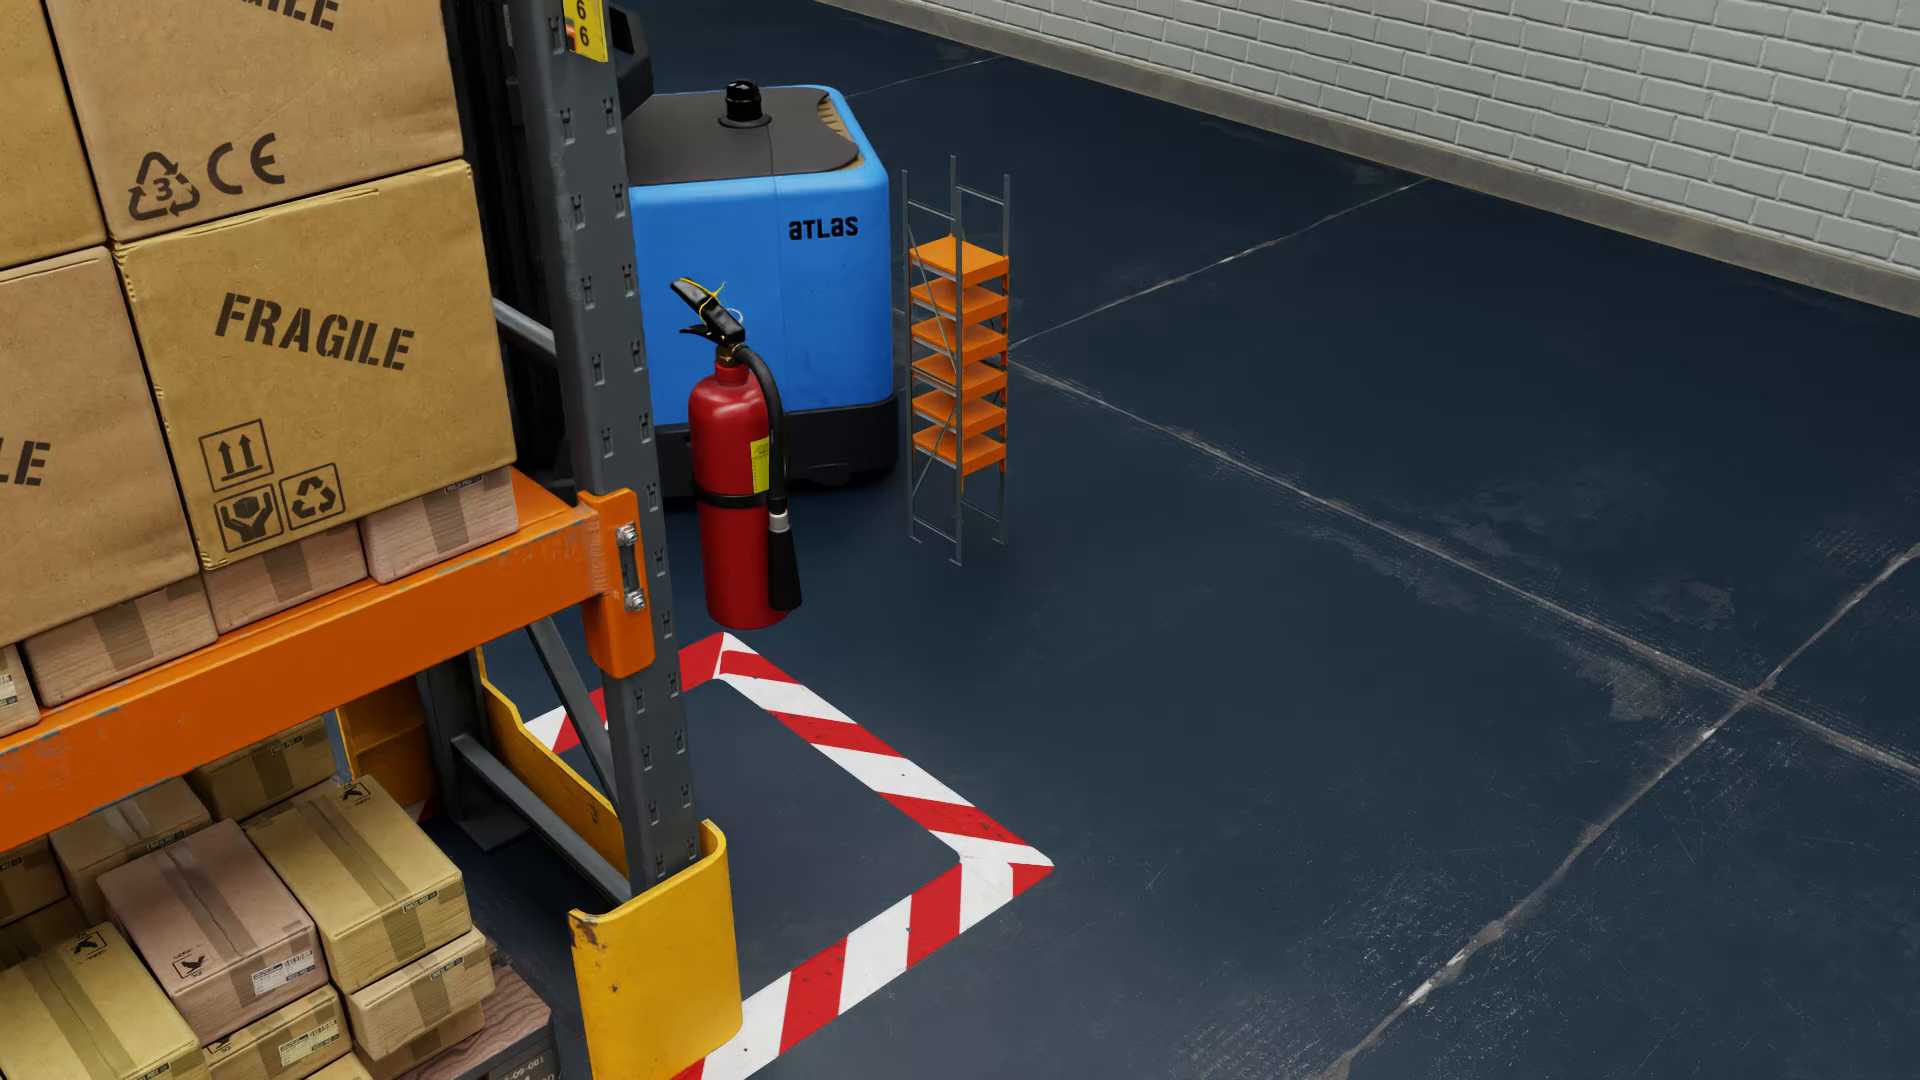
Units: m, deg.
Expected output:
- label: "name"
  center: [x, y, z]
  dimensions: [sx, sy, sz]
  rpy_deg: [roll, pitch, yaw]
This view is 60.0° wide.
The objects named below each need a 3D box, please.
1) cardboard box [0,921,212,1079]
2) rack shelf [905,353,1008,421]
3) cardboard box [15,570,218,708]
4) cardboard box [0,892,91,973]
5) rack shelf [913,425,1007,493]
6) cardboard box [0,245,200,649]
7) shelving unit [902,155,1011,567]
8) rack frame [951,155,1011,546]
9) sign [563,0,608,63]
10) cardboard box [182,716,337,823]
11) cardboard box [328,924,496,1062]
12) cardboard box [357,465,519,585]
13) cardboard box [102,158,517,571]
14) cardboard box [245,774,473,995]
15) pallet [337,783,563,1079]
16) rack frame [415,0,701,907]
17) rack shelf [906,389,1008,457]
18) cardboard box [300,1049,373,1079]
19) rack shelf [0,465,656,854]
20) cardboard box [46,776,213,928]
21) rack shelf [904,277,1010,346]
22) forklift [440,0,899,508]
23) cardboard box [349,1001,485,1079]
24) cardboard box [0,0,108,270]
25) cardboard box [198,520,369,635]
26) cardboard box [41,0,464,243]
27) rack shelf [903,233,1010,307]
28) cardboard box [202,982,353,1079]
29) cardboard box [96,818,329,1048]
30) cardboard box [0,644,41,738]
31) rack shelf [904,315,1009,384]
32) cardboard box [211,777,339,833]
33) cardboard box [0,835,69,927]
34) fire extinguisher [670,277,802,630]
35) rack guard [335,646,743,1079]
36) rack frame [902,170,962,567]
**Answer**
- label: "cardboard box"
  center: [-1.448, 0.840, 2.760]
  dimensions: [0.250, 0.149, 0.380]
  rpy_deg: [-27, 40, -36]
- label: "rack shelf"
  center: [-0.011, -0.469, 4.952]
  dimensions: [0.180, 0.103, 0.258]
  rpy_deg: [-26, 40, -35]
- label: "cardboard box"
  center: [-1.334, 0.064, 2.511]
  dimensions: [0.250, 0.149, 0.380]
  rpy_deg: [-26, 40, -36]
- label: "cardboard box"
  center: [-1.823, 0.759, 3.179]
  dimensions: [0.250, 0.149, 0.380]
  rpy_deg: [-25, 39, -35]
- label: "rack shelf"
  center: [-0.011, -0.264, 5.077]
  dimensions: [0.180, 0.103, 0.258]
  rpy_deg: [-26, 40, -35]
- label: "cardboard box"
  center: [-1.441, -0.166, 2.266]
  dimensions: [0.500, 0.500, 0.500]
  rpy_deg: [-27, 40, -36]
- label: "shelving unit"
  center: [-0.011, -0.507, 4.929]
  dimensions: [0.189, 1.200, 0.258]
  rpy_deg: [-26, 40, -35]
- label: "rack frame"
  center: [0.056, -0.539, 4.982]
  dimensions: [0.006, 1.200, 0.240]
  rpy_deg: [-26, 40, -35]
- label: "sign"
  center: [-0.543, -0.845, 2.343]
  dimensions: [0.005, 0.325, 0.100]
  rpy_deg: [-26, 40, -35]
- label: "cardboard box"
  center: [-1.521, 0.404, 3.474]
  dimensions: [0.380, 0.149, 0.250]
  rpy_deg: [27, 41, 37]
- label: "cardboard box"
  center: [-1.099, 0.771, 3.159]
  dimensions: [0.250, 0.149, 0.380]
  rpy_deg: [-27, 41, -37]
- label: "cardboard box"
  center: [-0.952, -0.104, 2.786]
  dimensions: [0.250, 0.149, 0.380]
  rpy_deg: [-26, 40, -35]
- label: "cardboard box"
  center: [-1.060, -0.347, 2.561]
  dimensions: [0.500, 0.500, 0.500]
  rpy_deg: [-25, 39, -35]
- label: "cardboard box"
  center: [-1.121, 0.633, 3.100]
  dimensions: [0.250, 0.149, 0.380]
  rpy_deg: [-25, 40, -35]
- label: "pallet"
  center: [-1.581, 1.056, 3.321]
  dimensions: [1.213, 0.211, 1.003]
  rpy_deg: [-26, 40, -35]
- label: "rack frame"
  center: [-0.906, -0.435, 3.087]
  dimensions: [0.127, 3.000, 1.000]
  rpy_deg: [-26, 40, -35]
- label: "rack shelf"
  center: [-0.011, -0.366, 5.014]
  dimensions: [0.180, 0.103, 0.258]
  rpy_deg: [-26, 40, -35]
- label: "cardboard box"
  center: [-1.269, 0.998, 3.072]
  dimensions: [0.250, 0.149, 0.380]
  rpy_deg: [-24, 39, -34]
- label: "rack shelf"
  center: [-2.372, 0.581, 2.114]
  dimensions: [4.000, 0.370, 1.077]
  rpy_deg: [-26, 40, -35]
- label: "cardboard box"
  center: [-1.641, 0.548, 3.239]
  dimensions: [0.250, 0.149, 0.380]
  rpy_deg: [-25, 39, -35]
- label: "rack shelf"
  center: [-0.011, -0.674, 4.827]
  dimensions: [0.180, 0.103, 0.258]
  rpy_deg: [-26, 40, -35]
- label: "forklift"
  center: [-1.777, -1.520, 4.926]
  dimensions: [3.031, 2.935, 1.130]
  rpy_deg: [-7, 32, -11]
- label: "cardboard box"
  center: [-1.150, 0.868, 3.285]
  dimensions: [0.250, 0.149, 0.380]
  rpy_deg: [-25, 39, -35]
- label: "cardboard box"
  center: [-1.444, -0.594, 2.007]
  dimensions: [0.500, 0.500, 0.500]
  rpy_deg: [-27, 41, -37]
- label: "cardboard box"
  center: [-1.160, -0.031, 2.665]
  dimensions: [0.250, 0.149, 0.380]
  rpy_deg: [-26, 40, -36]
- label: "cardboard box"
  center: [-1.072, -0.774, 2.301]
  dimensions: [0.500, 0.500, 0.500]
  rpy_deg: [-27, 40, -36]
- label: "rack shelf"
  center: [-0.011, -0.776, 4.764]
  dimensions: [0.180, 0.103, 0.258]
  rpy_deg: [-26, 40, -35]
- label: "cardboard box"
  center: [-1.327, 0.843, 3.041]
  dimensions: [0.250, 0.149, 0.380]
  rpy_deg: [-27, 40, -36]
- label: "cardboard box"
  center: [-1.345, 0.700, 2.990]
  dimensions: [0.250, 0.149, 0.380]
  rpy_deg: [-25, 39, -35]
- label: "cardboard box"
  center: [-1.505, 0.164, 2.348]
  dimensions: [0.250, 0.149, 0.380]
  rpy_deg: [-25, 39, -34]
- label: "rack shelf"
  center: [-0.011, -0.571, 4.889]
  dimensions: [0.180, 0.103, 0.258]
  rpy_deg: [-26, 40, -35]
- label: "cardboard box"
  center: [-1.464, 0.562, 3.500]
  dimensions: [0.250, 0.149, 0.380]
  rpy_deg: [-24, 39, -34]
- label: "cardboard box"
  center: [-1.913, 0.588, 3.173]
  dimensions: [0.250, 0.149, 0.380]
  rpy_deg: [-26, 40, -36]
- label: "fire extinguisher"
  center: [-0.407, -0.156, 3.062]
  dimensions: [0.183, 0.674, 0.296]
  rpy_deg: [-26, 40, -35]
- label: "rack guard"
  center: [-0.961, 0.658, 3.695]
  dimensions: [0.348, 0.500, 1.175]
  rpy_deg: [-26, 40, -35]
- label: "rack frame"
  center: [-0.078, -0.474, 4.876]
  dimensions: [0.006, 1.200, 0.240]
  rpy_deg: [-26, 40, -35]
